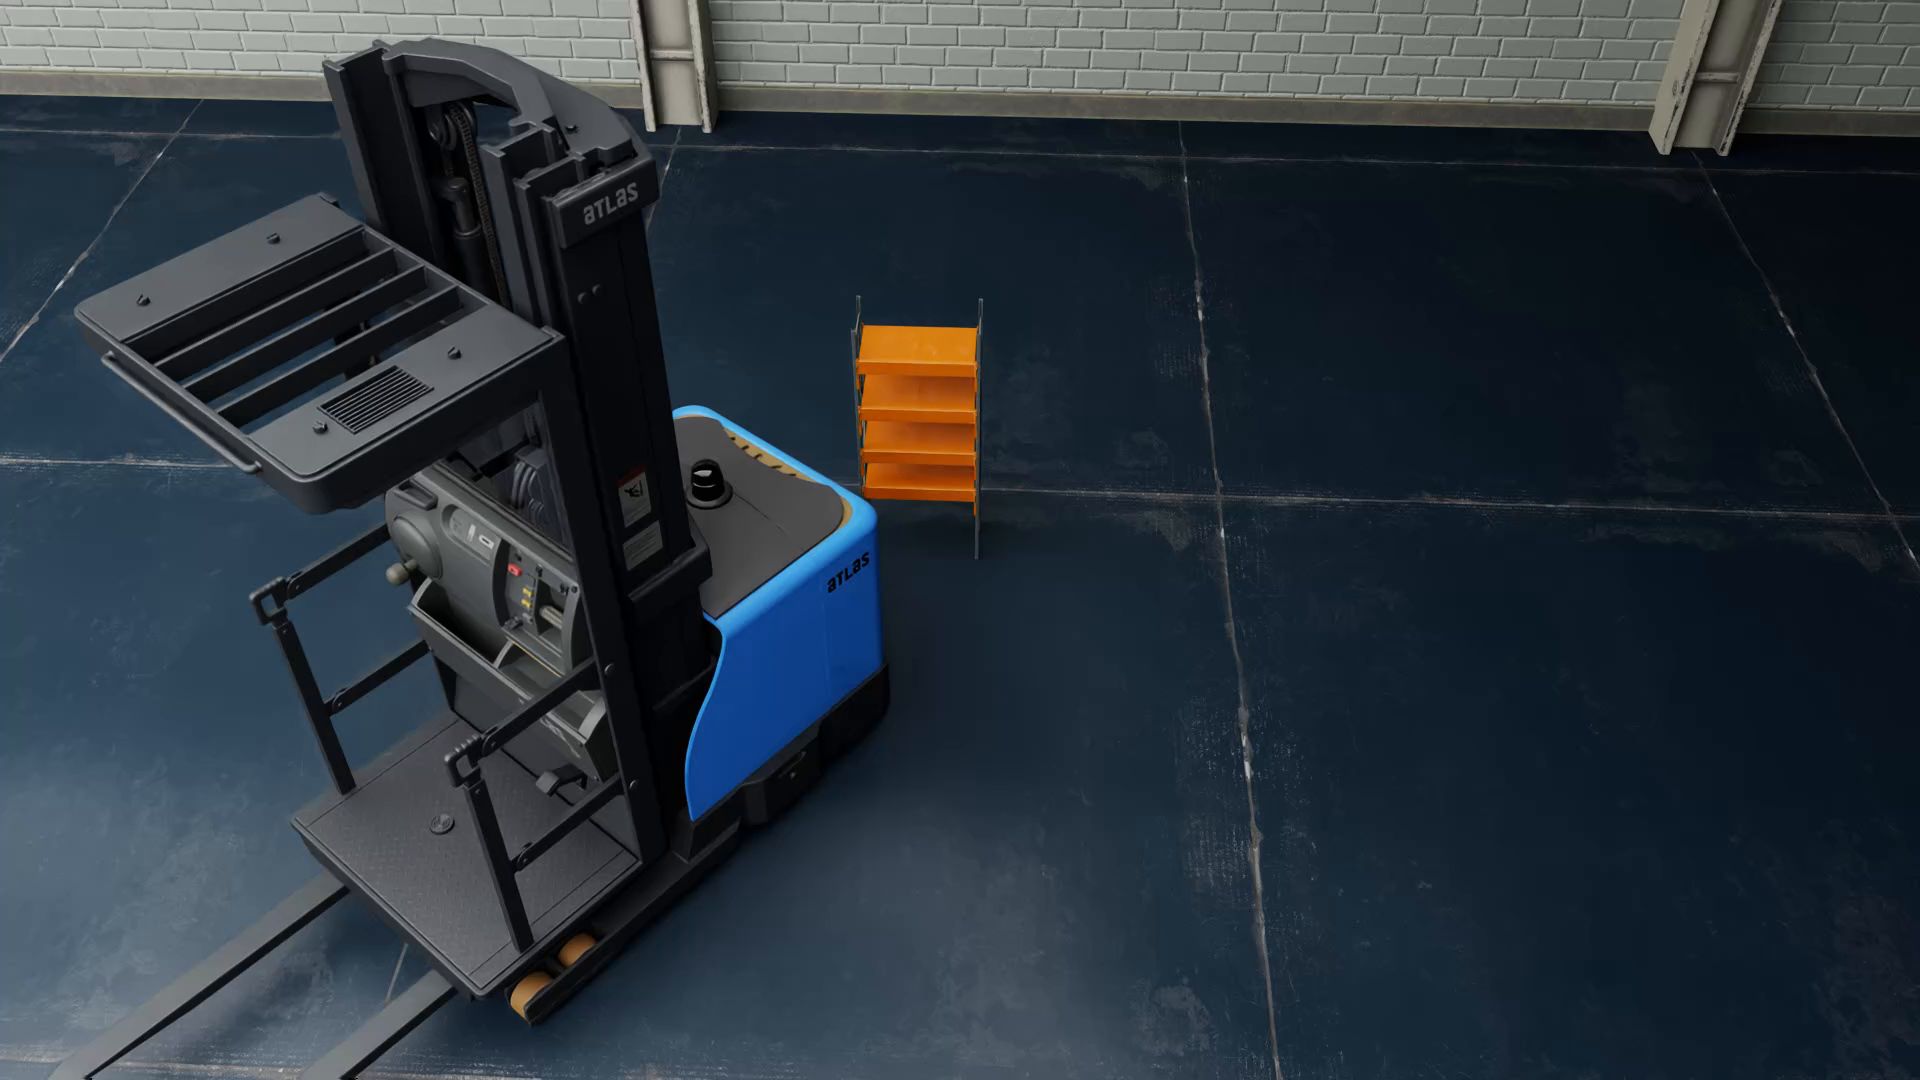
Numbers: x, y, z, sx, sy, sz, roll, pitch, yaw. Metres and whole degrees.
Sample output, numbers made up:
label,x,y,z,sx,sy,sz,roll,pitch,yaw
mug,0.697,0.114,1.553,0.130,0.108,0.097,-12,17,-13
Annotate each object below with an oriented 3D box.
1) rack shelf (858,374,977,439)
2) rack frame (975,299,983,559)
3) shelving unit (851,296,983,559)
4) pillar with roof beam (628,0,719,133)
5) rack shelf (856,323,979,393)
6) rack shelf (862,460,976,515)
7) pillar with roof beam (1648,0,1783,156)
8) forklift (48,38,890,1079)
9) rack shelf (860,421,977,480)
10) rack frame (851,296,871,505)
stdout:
label,x,y,z,sx,sy,sz,roll,pitch,yaw
rack shelf,-0.165,-0.559,6.825,0.480,0.148,0.258,2,43,2
rack frame,0.078,-0.437,6.924,0.015,1.200,0.240,2,43,2
shelving unit,-0.165,-0.444,6.932,0.503,1.200,0.258,2,43,2
pillar with roof beam,-1.868,-2.911,3.858,0.400,9.000,9.100,2,43,2
rack shelf,-0.165,-0.732,6.664,0.480,0.148,0.258,2,43,2
rack shelf,-0.165,-0.250,7.113,0.480,0.148,0.258,2,43,2
pillar with roof beam,4.126,-2.726,3.660,0.400,9.000,9.100,2,43,2
forklift,-1.616,0.150,5.024,1.130,2.935,3.031,30,51,28
rack shelf,-0.165,-0.395,6.978,0.480,0.148,0.258,2,43,2
rack frame,-0.409,-0.452,6.940,0.015,1.200,0.240,2,43,2
